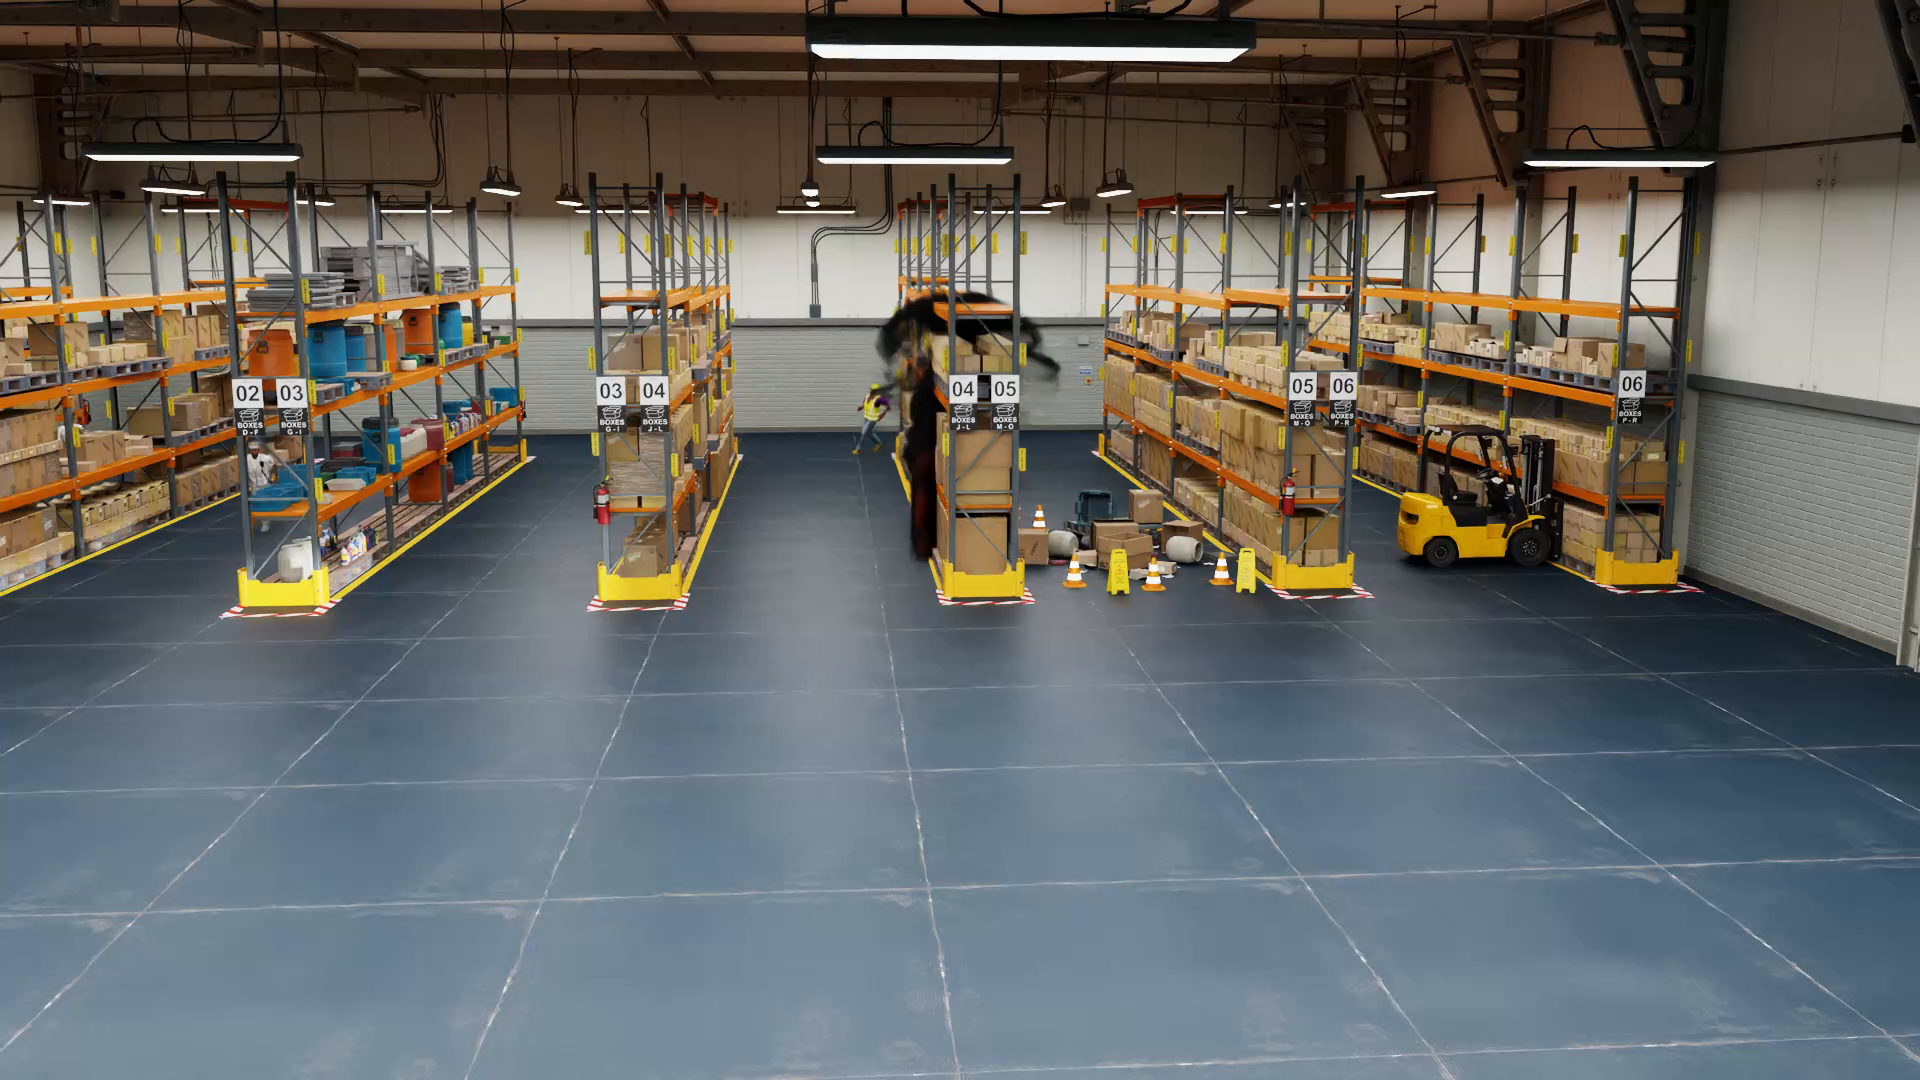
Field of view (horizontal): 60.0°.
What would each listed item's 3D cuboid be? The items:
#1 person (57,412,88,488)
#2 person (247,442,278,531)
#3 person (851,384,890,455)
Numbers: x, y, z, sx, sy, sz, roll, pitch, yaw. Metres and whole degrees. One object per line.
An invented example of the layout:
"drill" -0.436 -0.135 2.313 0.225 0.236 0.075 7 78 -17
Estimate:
"person" -18.041 -1.756 33.793 0.596 1.739 0.764 -3 10 -14
"person" -12.454 -0.967 29.597 0.554 1.620 0.696 -1 10 -3
"person" -2.153 -2.937 40.404 0.922 1.725 0.749 -8 13 -38
